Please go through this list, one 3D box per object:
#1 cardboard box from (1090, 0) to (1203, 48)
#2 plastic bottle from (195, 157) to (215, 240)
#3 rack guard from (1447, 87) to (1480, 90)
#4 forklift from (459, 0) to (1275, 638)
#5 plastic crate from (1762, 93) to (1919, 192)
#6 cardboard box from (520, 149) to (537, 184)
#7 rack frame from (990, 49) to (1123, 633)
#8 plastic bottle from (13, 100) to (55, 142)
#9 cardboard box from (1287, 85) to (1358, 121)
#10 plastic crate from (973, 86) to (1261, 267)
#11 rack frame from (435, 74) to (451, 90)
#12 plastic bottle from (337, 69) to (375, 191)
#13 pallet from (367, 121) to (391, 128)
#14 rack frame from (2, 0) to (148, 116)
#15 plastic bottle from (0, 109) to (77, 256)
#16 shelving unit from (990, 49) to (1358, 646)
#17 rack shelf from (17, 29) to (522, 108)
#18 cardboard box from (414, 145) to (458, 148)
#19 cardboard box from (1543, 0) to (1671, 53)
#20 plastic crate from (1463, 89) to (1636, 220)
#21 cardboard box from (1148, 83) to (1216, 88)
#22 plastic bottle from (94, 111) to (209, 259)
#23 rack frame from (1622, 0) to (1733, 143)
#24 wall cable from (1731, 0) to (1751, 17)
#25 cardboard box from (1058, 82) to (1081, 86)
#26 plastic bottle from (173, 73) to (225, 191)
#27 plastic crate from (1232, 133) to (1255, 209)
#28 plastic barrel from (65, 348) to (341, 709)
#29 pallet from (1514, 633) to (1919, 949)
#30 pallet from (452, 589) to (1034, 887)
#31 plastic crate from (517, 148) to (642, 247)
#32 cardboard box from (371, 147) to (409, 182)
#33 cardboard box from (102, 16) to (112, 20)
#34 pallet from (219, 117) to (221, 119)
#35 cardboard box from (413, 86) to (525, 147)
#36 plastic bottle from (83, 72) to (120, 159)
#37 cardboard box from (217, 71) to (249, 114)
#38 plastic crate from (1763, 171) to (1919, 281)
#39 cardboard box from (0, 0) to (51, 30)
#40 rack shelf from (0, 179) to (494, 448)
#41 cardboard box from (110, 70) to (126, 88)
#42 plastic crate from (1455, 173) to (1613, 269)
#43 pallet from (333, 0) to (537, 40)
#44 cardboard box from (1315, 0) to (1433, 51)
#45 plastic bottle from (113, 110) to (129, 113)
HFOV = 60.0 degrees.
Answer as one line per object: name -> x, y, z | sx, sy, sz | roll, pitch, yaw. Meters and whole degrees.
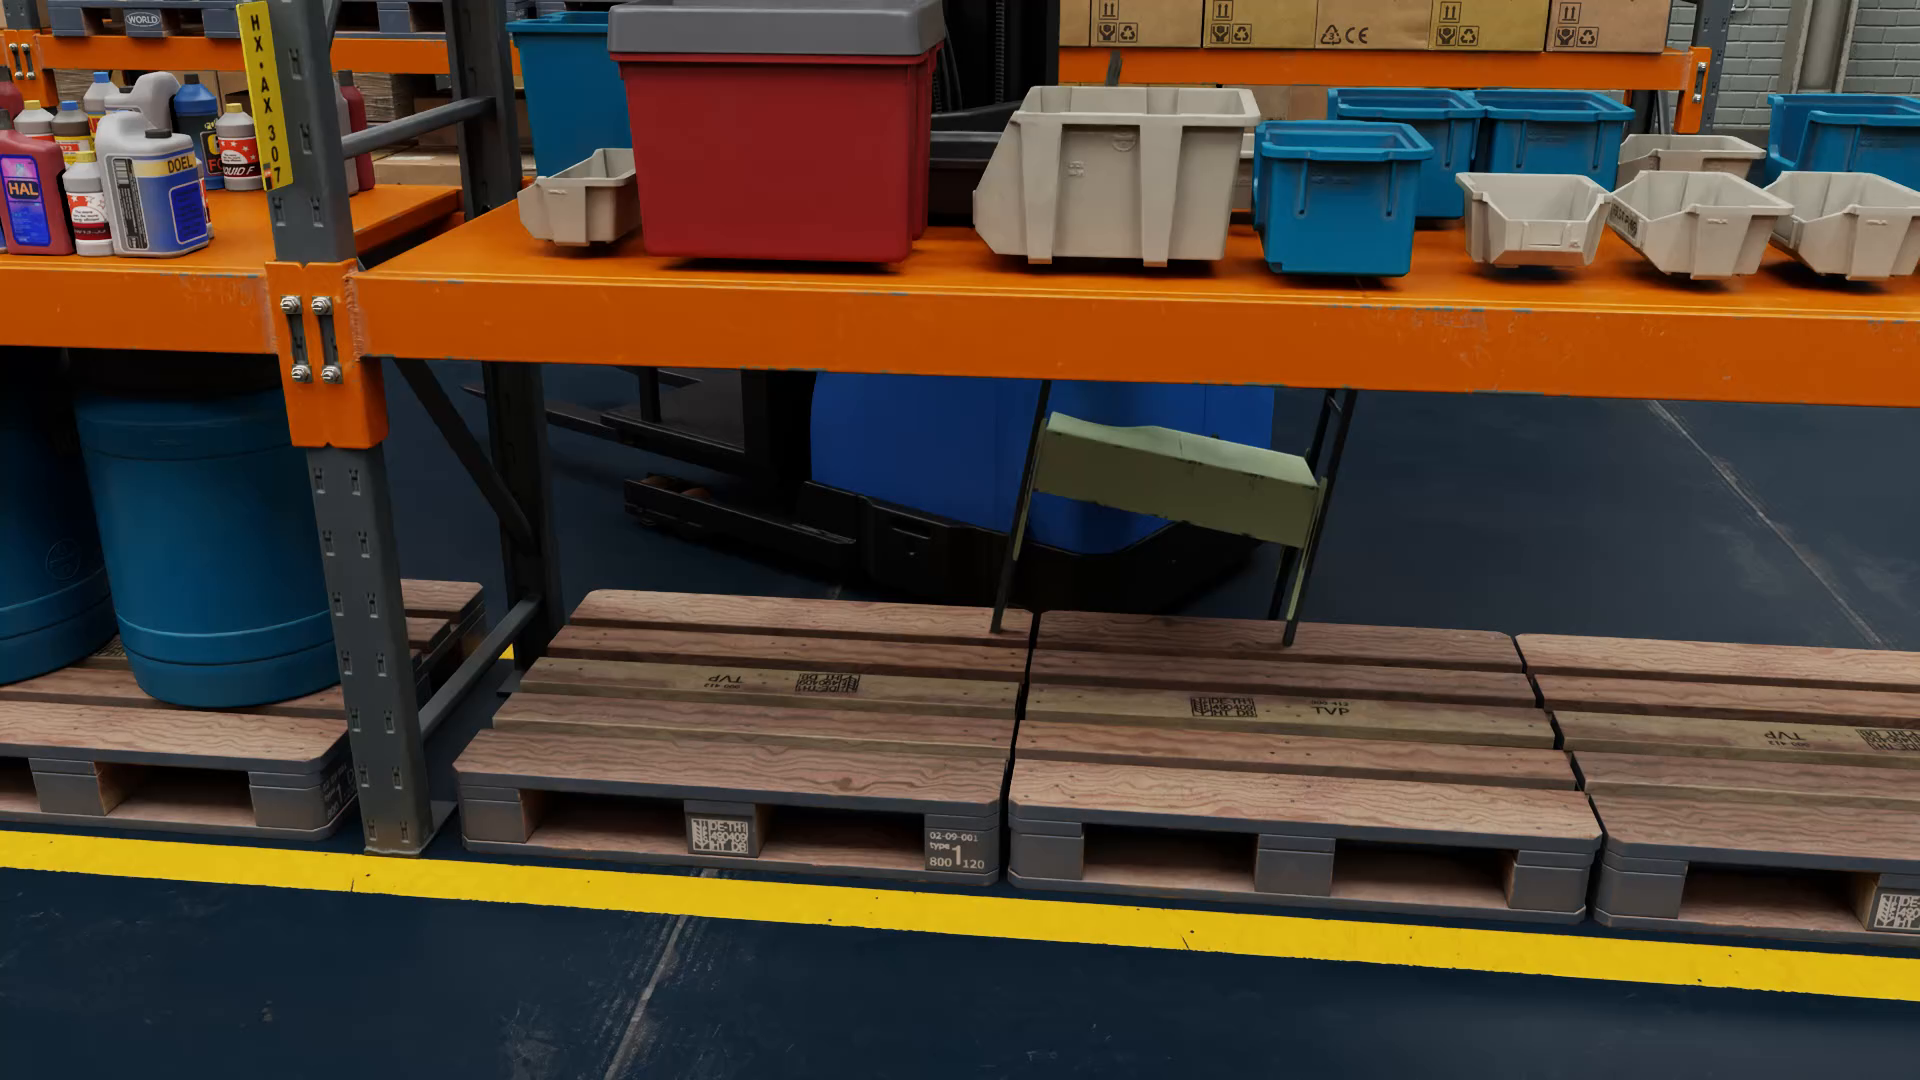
cardboard box -> 0.872, -2.567, 7.716 | 0.500, 0.500, 0.500 | 2, 22, 6
plastic bottle -> -1.627, -0.730, 3.476 | 0.097, 0.201, 0.097 | 0, 22, 0
rack guard -> 3.968, -3.157, 12.746 | 0.348, 0.500, 1.175 | 2, 22, 6
forklift -> -0.500, -1.503, 5.256 | 3.031, 2.935, 1.130 | 16, 26, 34
plastic crate -> 1.918, -0.813, 3.563 | 0.300, 0.233, 0.416 | 2, 22, 6
cardboard box -> -2.119, -1.690, 8.437 | 0.500, 0.500, 0.500 | 3, 22, 7
rack frame -> 0.245, -0.485, 4.284 | 0.023, 1.500, 0.400 | 12, 14, 3
plastic bottle -> -2.277, -0.983, 4.116 | 0.097, 0.201, 0.097 | 0, 22, 0
cardboard box -> 2.740, -3.369, 12.710 | 0.500, 0.500, 0.700 | 2, 22, 6
plastic crate -> 0.301, -0.716, 3.251 | 0.530, 0.282, 0.437 | 2, 22, 6
rack frame -> -4.000, -4.667, 13.164 | 0.127, 3.000, 1.000 | 2, 22, 6
plastic bottle -> -1.508, -0.994, 4.033 | 0.133, 0.283, 0.061 | 2, 22, 6
pallet -> -4.776, -3.404, 13.764 | 1.213, 0.211, 1.003 | 2, 22, 6
rack frame -> -4.579, -2.858, 8.589 | 0.127, 3.000, 1.000 | 2, 22, 6
plastic bottle -> -1.858, -0.715, 3.327 | 0.133, 0.283, 0.061 | 2, 22, 6
shelving unit -> 0.602, -0.407, 4.264 | 0.755, 1.500, 0.431 | 12, 14, 3
rack shelf -> -2.593, -2.437, 8.503 | 4.000, 0.370, 1.077 | 2, 22, 6
cardboard box -> -2.587, -1.903, 8.974 | 0.500, 0.500, 0.500 | 2, 22, 4
cardboard box -> 2.888, -2.478, 7.493 | 0.500, 0.500, 0.500 | 3, 22, 8
plastic crate -> 1.264, -0.842, 3.635 | 0.300, 0.233, 0.416 | 2, 22, 6
cardboard box -> 1.711, -3.411, 12.816 | 0.500, 0.500, 0.700 | 3, 22, 8
plastic bottle -> -1.623, -0.718, 3.345 | 0.135, 0.276, 0.152 | 2, 22, 6
rack frame -> 3.365, -2.512, 7.714 | 0.127, 3.000, 1.000 | 2, 22, 6
wall cable -> 5.327, -5.083, 12.836 | 1.851, 1.984, 0.084 | 2, 22, 6
cardboard box -> 0.703, -3.457, 12.933 | 0.500, 0.500, 0.700 | 3, 22, 7
plastic bottle -> -1.854, -0.997, 4.056 | 0.097, 0.271, 0.097 | 0, 22, 0
plastic crate -> 0.571, -0.816, 3.702 | 0.466, 0.136, 0.293 | 2, 22, 6
plastic barrel -> -1.732, -0.126, 3.961 | 0.708, 0.901, 0.600 | 2, 22, 6
pallet -> 1.964, 0.543, 3.779 | 1.213, 0.211, 1.003 | 2, 22, 6
pallet -> -0.459, 0.438, 4.046 | 1.213, 0.211, 1.003 | 2, 22, 6
plastic crate -> -0.749, -0.710, 3.432 | 0.243, 0.136, 0.396 | 2, 22, 6
cardboard box -> -3.143, -1.732, 8.543 | 0.500, 0.500, 0.500 | 2, 22, 6
cardboard box -> -6.802, -4.187, 13.733 | 0.500, 0.250, 0.500 | 2, 22, 5
pallet -> -5.984, -3.458, 13.900 | 1.213, 0.211, 1.003 | 2, 22, 6
cardboard box -> -2.550, -2.251, 8.834 | 0.500, 0.250, 0.500 | 2, 22, 5
plastic bottle -> -2.084, -1.007, 4.082 | 0.097, 0.271, 0.097 | 0, 22, 0
cardboard box -> -5.716, -3.797, 13.766 | 0.500, 0.500, 0.700 | 2, 22, 6
plastic crate -> 1.661, -0.596, 3.144 | 0.243, 0.136, 0.396 | 2, 22, 6
cardboard box -> -4.935, -2.848, 8.686 | 0.500, 0.311, 0.500 | 4, 22, 10
rack shelf -> -3.180, -0.629, 3.929 | 4.000, 0.370, 1.077 | 2, 22, 6
cardboard box -> -6.720, -3.852, 13.906 | 0.500, 0.500, 0.700 | 2, 22, 5
plastic crate -> 1.085, -0.605, 3.168 | 0.250, 0.136, 0.298 | 2, 22, 6
pallet -> -2.648, -2.686, 8.416 | 1.213, 0.211, 1.003 | 2, 22, 6
cardboard box -> 1.878, -2.523, 7.606 | 0.500, 0.500, 0.500 | 3, 22, 7
plastic bottle -> -1.968, -0.913, 3.939 | 0.097, 0.201, 0.097 | 0, 22, 0
